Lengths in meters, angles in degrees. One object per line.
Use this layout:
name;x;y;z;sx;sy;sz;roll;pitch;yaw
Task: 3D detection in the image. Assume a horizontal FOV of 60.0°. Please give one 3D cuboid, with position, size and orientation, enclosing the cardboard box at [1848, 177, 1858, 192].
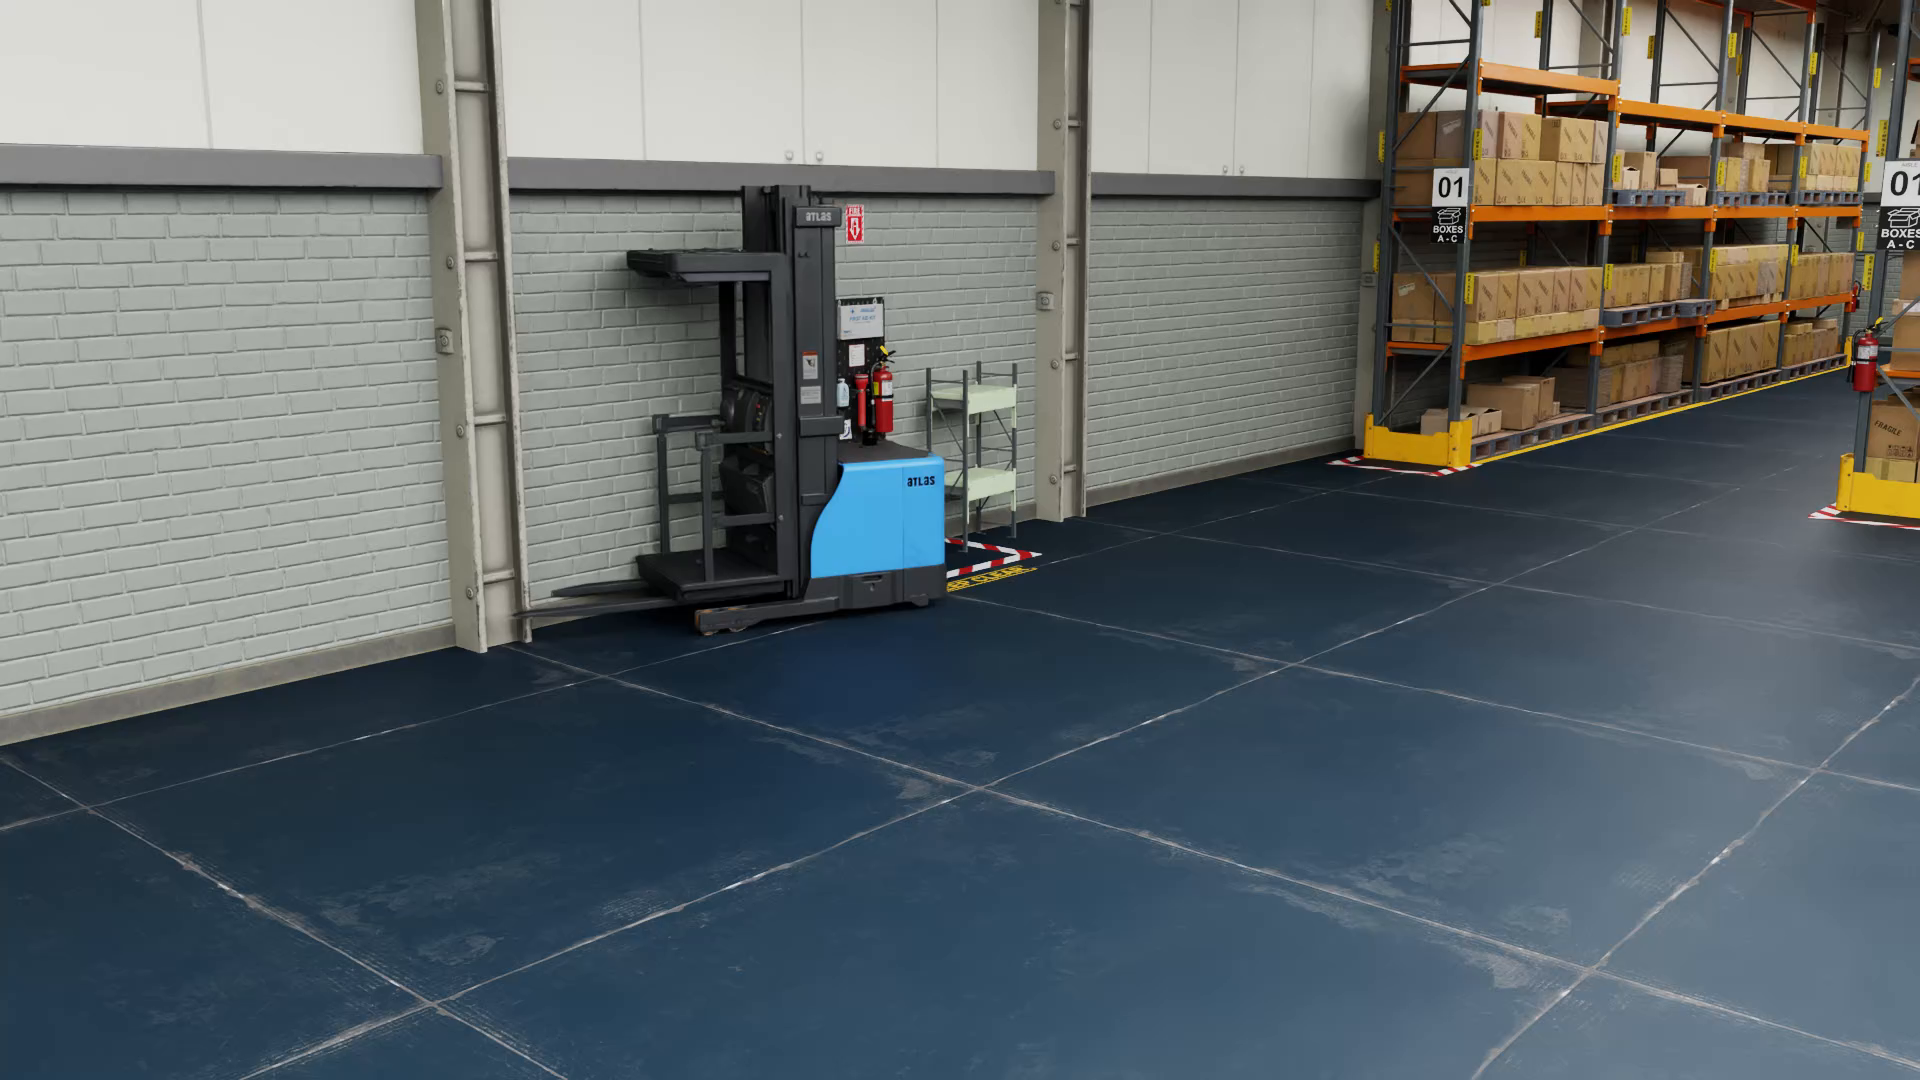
cardboard box;15.343;-6.214;29.060;0.500;0.250;0.500;10;15;42

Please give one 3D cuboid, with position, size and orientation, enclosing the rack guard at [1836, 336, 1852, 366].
rack guard;15.643;-3.481;30.364;1.175;0.500;0.348;10;15;40

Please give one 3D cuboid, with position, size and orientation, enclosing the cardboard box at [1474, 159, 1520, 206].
cardboard box;5.855;-3.971;18.467;0.500;0.500;0.500;-11;16;-44

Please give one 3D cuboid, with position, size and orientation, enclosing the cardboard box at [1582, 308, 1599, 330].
cardboard box;7.621;-2.765;20.730;0.500;0.250;0.500;10;15;40

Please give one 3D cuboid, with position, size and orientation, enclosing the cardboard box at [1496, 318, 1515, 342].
cardboard box;5.958;-2.395;18.874;0.500;0.250;0.500;9;15;39

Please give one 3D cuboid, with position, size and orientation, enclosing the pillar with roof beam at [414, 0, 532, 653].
pillar with roof beam;0.190;-3.184;7.178;9.100;9.000;0.400;10;15;40

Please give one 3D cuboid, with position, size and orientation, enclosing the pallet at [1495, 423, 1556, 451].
pallet;6.484;-1.287;20.115;1.003;0.211;1.213;10;15;40

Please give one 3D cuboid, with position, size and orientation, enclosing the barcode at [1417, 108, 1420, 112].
barcode;5.158;-4.823;18.702;0.001;0.075;0.075;10;15;40

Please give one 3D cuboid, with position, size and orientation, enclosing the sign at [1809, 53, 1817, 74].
sign;13.402;-7.485;26.126;0.100;0.325;0.005;10;15;40

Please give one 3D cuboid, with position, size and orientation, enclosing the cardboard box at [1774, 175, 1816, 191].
cardboard box;13.641;-5.835;27.164;0.500;0.250;0.500;10;15;40

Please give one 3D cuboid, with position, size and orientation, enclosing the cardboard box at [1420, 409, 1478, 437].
cardboard box;5.590;-1.337;18.987;0.500;0.311;0.500;8;14;34

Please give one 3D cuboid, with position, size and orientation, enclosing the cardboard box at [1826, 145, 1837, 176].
cardboard box;14.324;-6.354;27.845;0.500;0.500;0.500;10;15;41

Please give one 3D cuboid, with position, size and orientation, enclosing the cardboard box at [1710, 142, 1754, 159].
cardboard box;11.954;-6.023;25.756;0.500;0.250;0.500;9;15;39

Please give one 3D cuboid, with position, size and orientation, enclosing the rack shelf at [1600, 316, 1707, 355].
rack shelf;9.026;-2.879;22.806;1.077;0.370;4.000;10;15;40

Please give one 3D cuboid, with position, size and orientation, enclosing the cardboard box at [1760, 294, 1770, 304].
cardboard box;12.492;-3.796;26.150;0.380;0.149;0.250;10;15;40

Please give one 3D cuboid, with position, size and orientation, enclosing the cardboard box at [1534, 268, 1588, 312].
cardboard box;7.301;-3.058;20.282;0.500;0.500;0.500;10;15;40

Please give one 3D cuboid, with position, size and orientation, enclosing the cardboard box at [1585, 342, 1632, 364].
cardboard box;8.808;-2.548;22.656;0.500;0.250;0.500;9;15;39

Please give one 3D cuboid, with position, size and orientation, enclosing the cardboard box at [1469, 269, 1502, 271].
cardboard box;6.227;-2.974;19.859;0.500;0.500;0.500;10;15;41

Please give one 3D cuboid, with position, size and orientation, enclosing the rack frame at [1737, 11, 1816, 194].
rack frame;12.987;-7.057;26.568;1.000;3.000;0.127;10;15;40

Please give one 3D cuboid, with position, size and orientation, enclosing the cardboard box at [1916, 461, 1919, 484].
cardboard box;9.310;-0.617;15.591;0.500;0.250;0.500;10;15;40

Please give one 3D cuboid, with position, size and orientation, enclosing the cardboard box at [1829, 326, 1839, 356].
cardboard box;15.240;-3.568;29.725;0.700;0.500;0.500;10;15;40

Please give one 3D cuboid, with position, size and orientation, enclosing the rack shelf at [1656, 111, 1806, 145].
rack shelf;11.666;-6.214;25.204;1.077;0.370;4.000;10;15;40

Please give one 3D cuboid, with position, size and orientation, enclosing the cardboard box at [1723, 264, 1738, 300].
cardboard box;11.212;-3.845;24.740;0.500;0.500;0.500;10;15;42

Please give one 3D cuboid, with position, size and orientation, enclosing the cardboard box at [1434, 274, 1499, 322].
cardboard box;5.606;-2.685;18.412;0.500;0.500;0.500;10;15;40

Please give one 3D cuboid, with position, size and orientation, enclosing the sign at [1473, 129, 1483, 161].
sign;5.473;-4.179;17.585;0.100;0.325;0.005;10;15;40

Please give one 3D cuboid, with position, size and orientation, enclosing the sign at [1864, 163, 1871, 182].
sign;16.025;-6.498;29.368;0.100;0.325;0.005;10;15;40

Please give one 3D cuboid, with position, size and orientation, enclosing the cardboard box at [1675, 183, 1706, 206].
cardboard box;10.074;-4.823;23.217;0.500;0.311;0.500;10;15;40

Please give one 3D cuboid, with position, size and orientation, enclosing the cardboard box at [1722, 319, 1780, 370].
cardboard box;12.655;-3.154;26.762;0.750;0.750;0.750;10;15;41

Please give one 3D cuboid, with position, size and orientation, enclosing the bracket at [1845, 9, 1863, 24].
bracket;16.752;-9.813;31.175;0.235;0.232;0.430;10;15;40

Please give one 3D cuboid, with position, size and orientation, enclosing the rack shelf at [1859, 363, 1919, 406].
rack shelf;10.109;-1.651;16.656;1.077;0.370;4.000;10;15;40

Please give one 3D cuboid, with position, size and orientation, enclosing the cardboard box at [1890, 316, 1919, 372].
cardboard box;9.107;-1.826;15.438;0.700;0.500;0.500;10;15;40

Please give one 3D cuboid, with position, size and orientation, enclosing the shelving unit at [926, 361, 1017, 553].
shelving unit;0.103;-0.714;13.957;0.431;1.500;0.755;8;14;34

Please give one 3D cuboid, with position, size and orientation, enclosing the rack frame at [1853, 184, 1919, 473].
rack frame;8.789;-1.710;15.112;1.000;3.000;0.127;10;15;40

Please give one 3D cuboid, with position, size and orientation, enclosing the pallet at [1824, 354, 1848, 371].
pallet;15.158;-3.208;29.735;1.003;0.211;1.213;10;15;40

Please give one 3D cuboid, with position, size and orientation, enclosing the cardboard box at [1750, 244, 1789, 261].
cardboard box;12.870;-4.586;26.531;0.500;0.250;0.500;10;15;42

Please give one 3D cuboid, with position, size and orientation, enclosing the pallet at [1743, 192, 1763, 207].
pallet;11.467;-5.171;25.268;1.003;0.211;1.213;11;16;43

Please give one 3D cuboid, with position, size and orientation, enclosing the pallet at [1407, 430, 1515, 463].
pallet;5.678;-1.108;19.220;1.003;0.211;1.213;10;15;40

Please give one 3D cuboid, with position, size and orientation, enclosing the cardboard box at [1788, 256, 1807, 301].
cardboard box;13.357;-4.340;27.515;0.980;0.700;0.700;10;15;41

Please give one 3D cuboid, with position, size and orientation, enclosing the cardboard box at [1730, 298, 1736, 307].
cardboard box;11.566;-3.624;25.290;0.380;0.149;0.250;10;15;41

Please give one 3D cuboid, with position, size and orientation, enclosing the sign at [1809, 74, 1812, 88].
sign;15.214;-8.254;29.771;0.100;0.325;0.005;10;15;40

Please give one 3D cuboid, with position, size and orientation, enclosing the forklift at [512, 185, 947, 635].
forklift;-1.646;-0.923;11.348;3.031;2.935;1.130;-6;13;-26

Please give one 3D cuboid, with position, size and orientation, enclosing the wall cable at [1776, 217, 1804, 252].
wall cable;15.762;-5.512;31.558;0.084;1.984;1.851;10;15;40

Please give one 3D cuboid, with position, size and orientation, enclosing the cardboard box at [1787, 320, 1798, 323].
cardboard box;14.337;-3.743;28.948;0.380;0.149;0.250;10;15;41

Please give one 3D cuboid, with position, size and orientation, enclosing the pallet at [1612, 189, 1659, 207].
pallet;8.193;-4.394;21.373;1.213;0.211;1.003;10;15;40

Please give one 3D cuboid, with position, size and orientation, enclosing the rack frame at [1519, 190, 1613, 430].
rack frame;7.706;-2.938;21.262;1.000;3.000;0.127;10;15;40

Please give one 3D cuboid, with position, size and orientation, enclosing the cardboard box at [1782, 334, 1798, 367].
cardboard box;13.557;-3.192;27.843;0.700;0.500;0.500;10;15;41

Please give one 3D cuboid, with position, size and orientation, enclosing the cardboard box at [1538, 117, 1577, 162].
cardboard box;6.888;-4.689;19.512;0.500;0.500;0.500;9;14;38

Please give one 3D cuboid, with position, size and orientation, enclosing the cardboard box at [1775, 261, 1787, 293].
cardboard box;12.871;-4.219;26.611;0.500;0.500;0.500;9;15;39

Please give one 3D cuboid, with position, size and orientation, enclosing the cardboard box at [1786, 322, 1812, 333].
cardboard box;14.265;-3.614;28.299;0.380;0.149;0.250;9;15;39

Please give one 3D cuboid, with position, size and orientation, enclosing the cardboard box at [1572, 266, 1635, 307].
cardboard box;8.442;-3.354;21.969;0.500;0.500;0.700;-10;15;-42

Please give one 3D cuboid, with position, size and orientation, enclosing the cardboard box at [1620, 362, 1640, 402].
cardboard box;8.850;-2.191;22.780;0.700;0.500;0.500;10;15;41

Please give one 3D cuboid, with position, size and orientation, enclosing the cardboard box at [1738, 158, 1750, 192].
cardboard box;11.625;-5.580;25.452;0.700;0.500;0.500;10;15;40

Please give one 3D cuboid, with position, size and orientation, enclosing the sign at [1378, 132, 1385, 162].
sign;4.662;-4.329;18.309;0.100;0.325;0.005;10;15;40

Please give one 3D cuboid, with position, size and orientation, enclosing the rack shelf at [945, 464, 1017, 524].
rack shelf;0.103;-0.394;14.020;0.431;0.370;0.720;8;14;34

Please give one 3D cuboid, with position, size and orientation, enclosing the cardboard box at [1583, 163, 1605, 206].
cardboard box;7.556;-4.361;20.423;0.500;0.500;0.500;10;15;42
